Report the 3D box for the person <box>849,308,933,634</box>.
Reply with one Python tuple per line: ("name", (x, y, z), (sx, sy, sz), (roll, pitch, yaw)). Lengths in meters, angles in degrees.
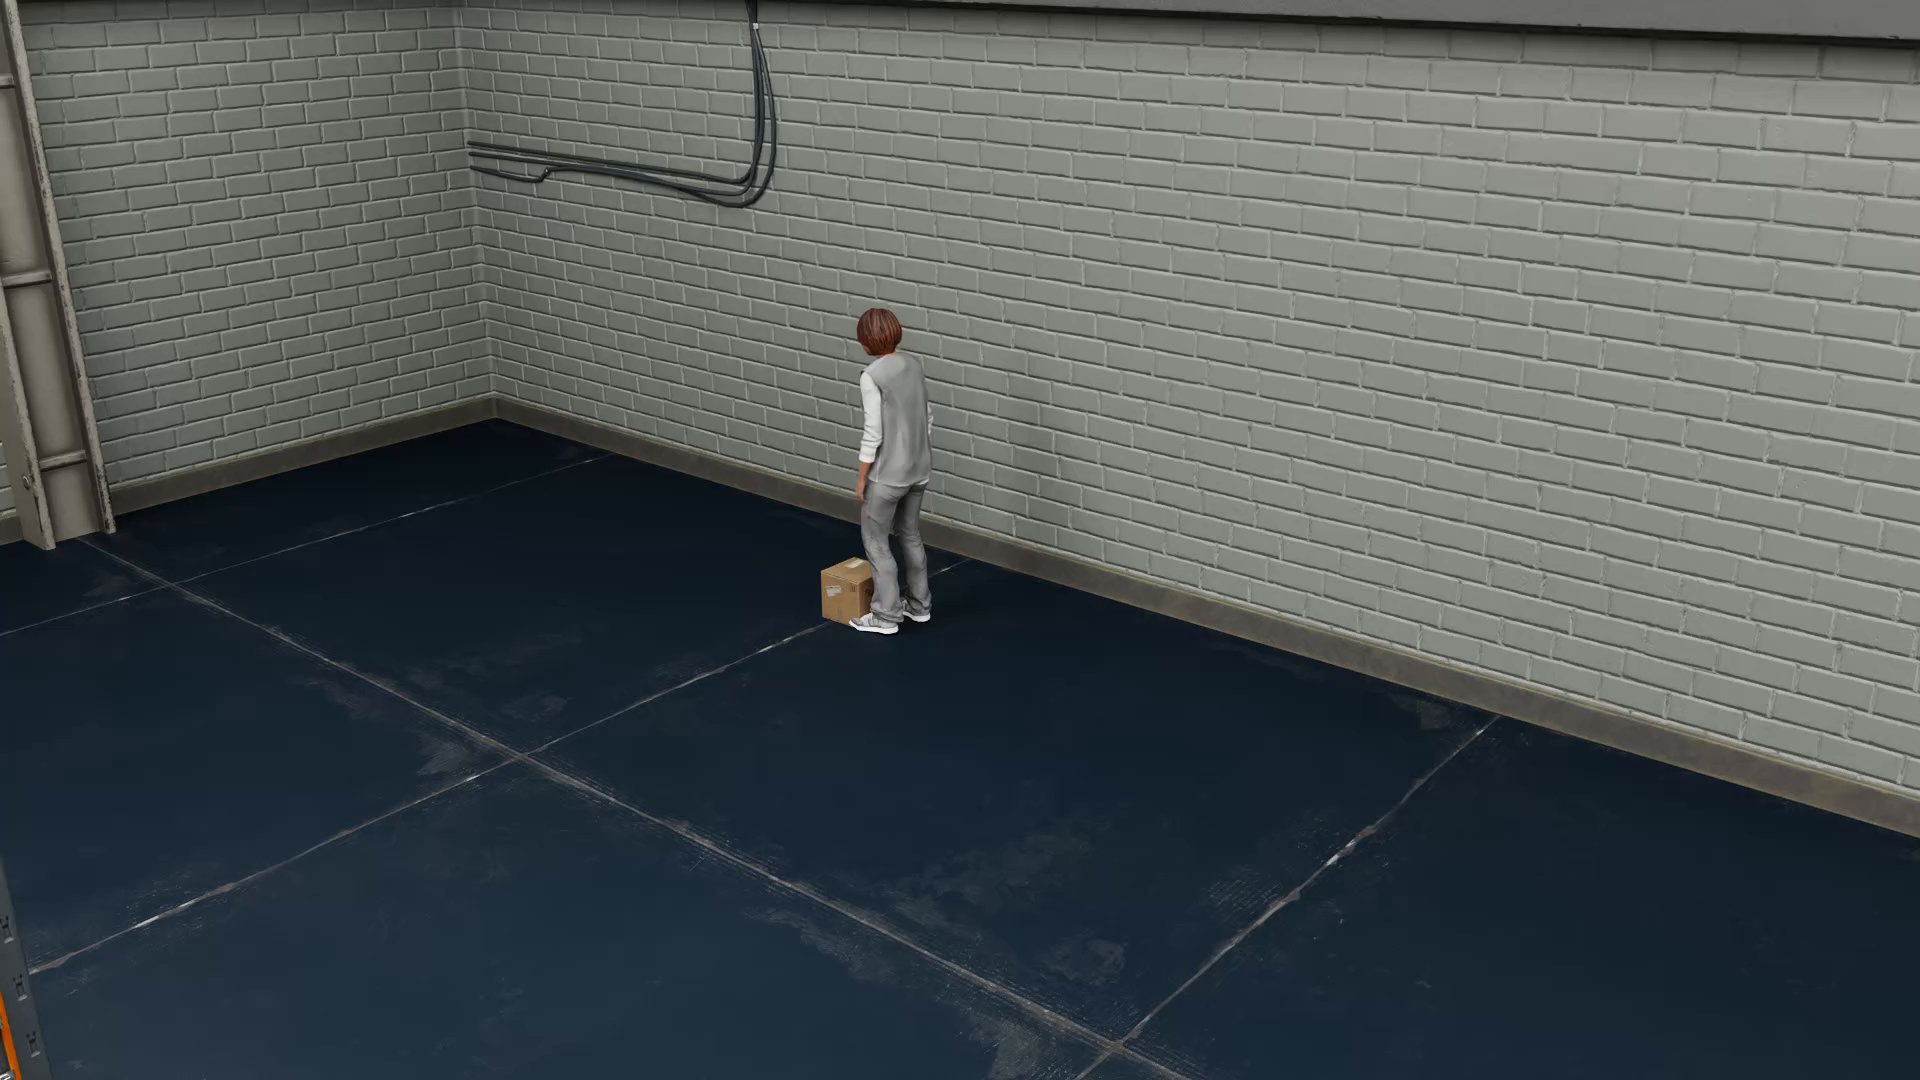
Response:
("person", (-0.328, -0.317, 7.942), (0.369, 1.593, 0.459), (16, 26, 36))
